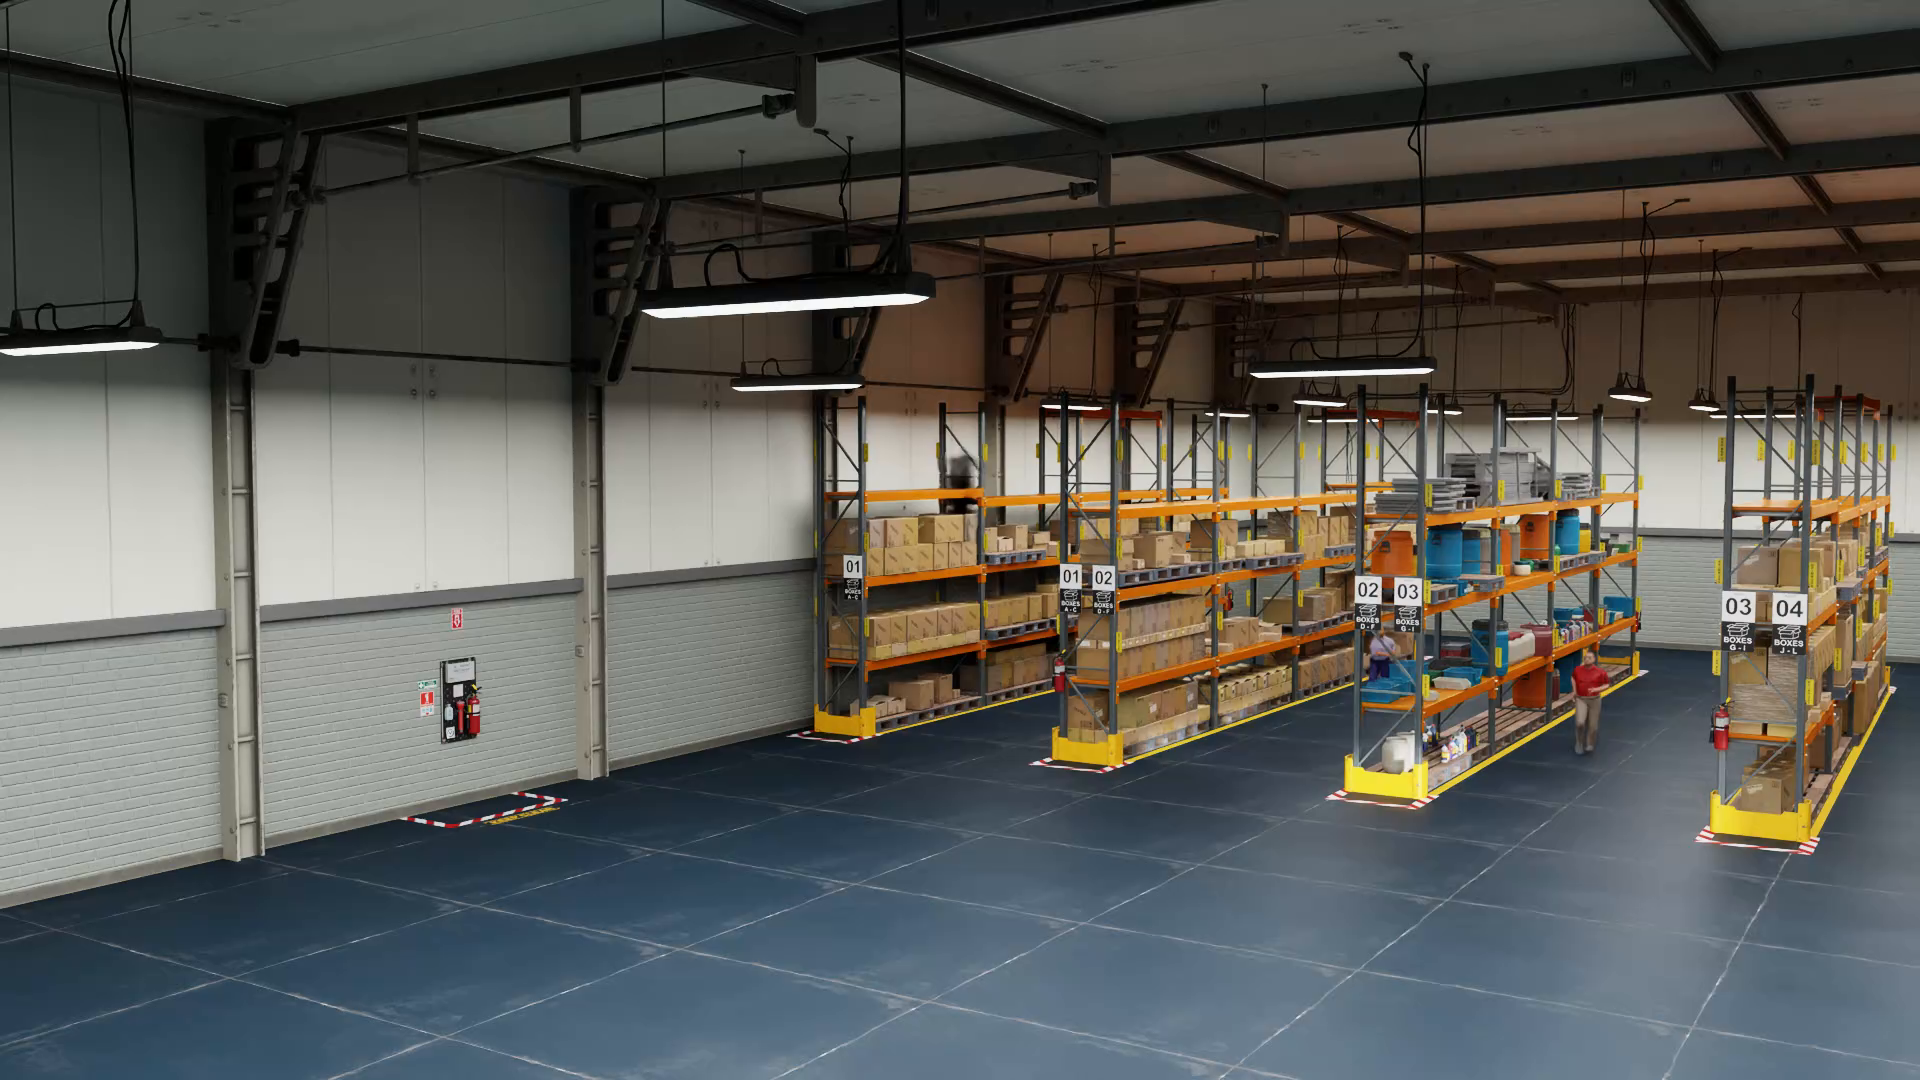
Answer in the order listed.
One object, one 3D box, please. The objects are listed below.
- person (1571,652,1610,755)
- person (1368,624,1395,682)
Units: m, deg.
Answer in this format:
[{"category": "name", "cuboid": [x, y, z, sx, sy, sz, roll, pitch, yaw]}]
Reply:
[{"category": "person", "cuboid": [10.396, 2.707, 27.478, 0.620, 1.728, 0.697, 1, 3, 25]}, {"category": "person", "cuboid": [8.233, 2.488, 32.434, 0.574, 1.699, 0.704, 2, 4, 33]}]
